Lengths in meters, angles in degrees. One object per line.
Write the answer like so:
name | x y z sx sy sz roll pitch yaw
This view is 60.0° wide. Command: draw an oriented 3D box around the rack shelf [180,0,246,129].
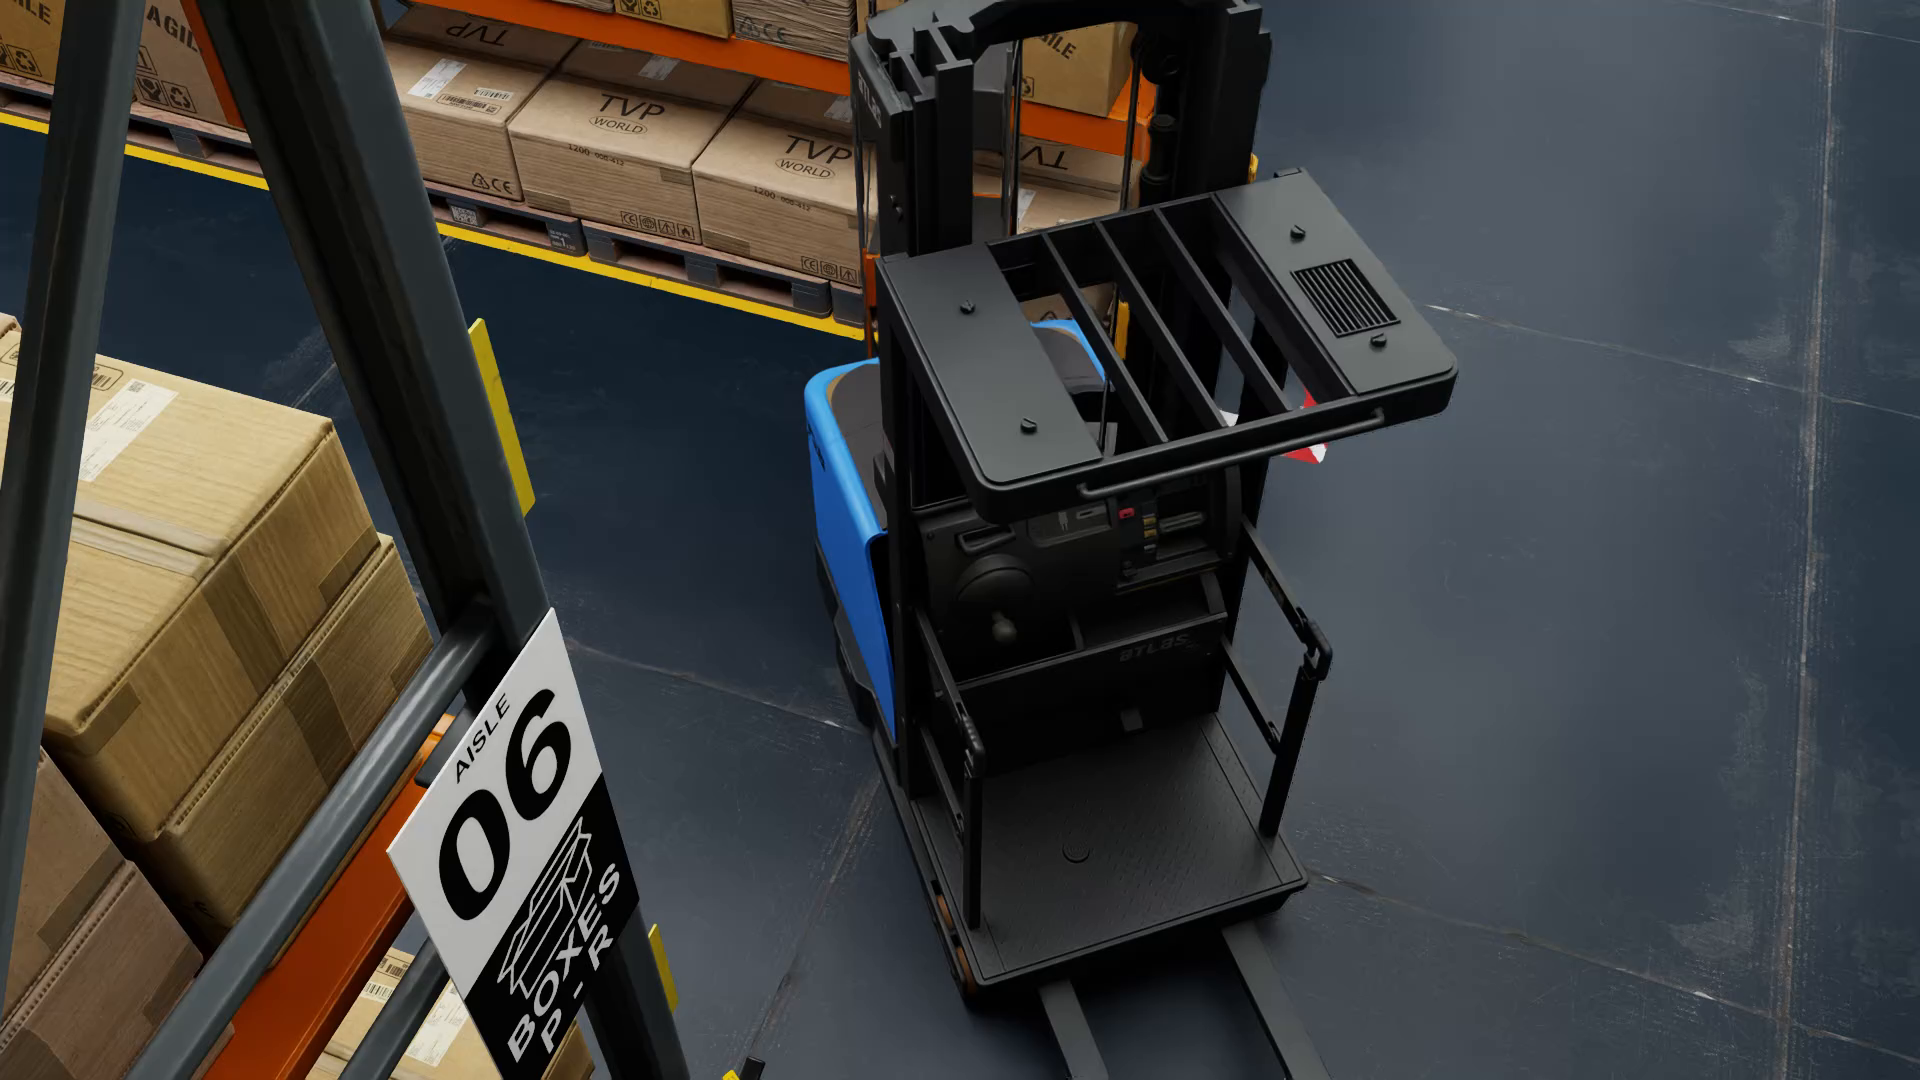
rack shelf | -2.652 -0.722 1.665 4.000 0.370 1.077 16 51 13

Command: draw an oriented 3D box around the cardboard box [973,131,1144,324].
cardboard box | 0.287 -1.390 7.154 0.875 0.438 0.875 14 51 12

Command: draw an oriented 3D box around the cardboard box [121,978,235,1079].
cardboard box | -1.156 0.709 2.097 0.250 0.149 0.380 17 51 14

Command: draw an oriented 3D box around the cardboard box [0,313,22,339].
cardboard box | -1.576 -0.106 2.209 0.500 0.250 0.500 15 51 13

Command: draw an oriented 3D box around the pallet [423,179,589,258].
pallet | -2.125 -1.870 7.997 1.213 0.211 1.003 16 51 13

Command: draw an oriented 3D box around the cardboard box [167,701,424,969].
cardboard box | -0.994 0.381 2.382 0.250 0.149 0.380 17 51 14

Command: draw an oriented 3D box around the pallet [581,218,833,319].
pallet | -0.977 -1.551 7.721 1.213 0.211 1.003 16 51 13

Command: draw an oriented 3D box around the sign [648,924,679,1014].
sign | -0.588 0.861 3.212 0.005 0.325 0.100 16 51 13

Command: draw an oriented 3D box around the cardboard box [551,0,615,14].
cardboard box | -1.527 -2.492 6.625 0.500 0.500 0.500 16 51 13

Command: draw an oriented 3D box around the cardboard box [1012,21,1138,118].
cardboard box | 0.397 -1.962 6.165 0.500 0.500 0.500 16 51 13

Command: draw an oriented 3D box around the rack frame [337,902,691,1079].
rack frame | -0.776 1.529 3.205 0.127 3.000 1.000 16 51 13

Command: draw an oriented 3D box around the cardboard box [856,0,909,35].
cardboard box | -0.069 -2.104 6.288 0.500 0.500 0.500 15 51 12

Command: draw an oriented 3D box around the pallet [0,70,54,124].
pallet | -4.710 -2.591 8.622 1.213 0.211 1.003 16 51 13

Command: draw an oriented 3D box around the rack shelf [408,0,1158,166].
rack shelf | -0.935 -2.278 6.982 4.000 0.370 1.077 16 51 13

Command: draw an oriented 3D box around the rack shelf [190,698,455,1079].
rack shelf | -2.652 0.259 2.798 4.000 0.370 1.077 16 51 13

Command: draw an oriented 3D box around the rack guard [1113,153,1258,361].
rack guard | 0.963 -1.165 7.195 0.348 0.500 1.175 16 51 13

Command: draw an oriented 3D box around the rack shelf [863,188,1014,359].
rack shelf | -0.068 -0.948 5.966 0.480 0.518 0.431 6 49 5

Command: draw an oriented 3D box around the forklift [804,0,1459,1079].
forklift | 0.416 0.121 4.472 1.130 2.935 3.031 -14 51 -12

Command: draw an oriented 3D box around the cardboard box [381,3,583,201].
cardboard box | -2.260 -2.095 7.765 0.875 0.438 0.875 15 51 13

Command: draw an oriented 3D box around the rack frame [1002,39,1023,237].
rack frame | 0.174 -0.934 5.936 0.015 2.100 0.400 6 49 5

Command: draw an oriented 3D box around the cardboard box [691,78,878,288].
cardboard box | -0.574 -1.624 7.356 0.875 0.438 0.875 17 51 14

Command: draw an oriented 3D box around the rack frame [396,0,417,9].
rack frame | -2.811 -3.038 7.164 0.127 3.000 1.000 16 51 13

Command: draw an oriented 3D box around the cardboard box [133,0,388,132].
cardboard box | -3.421 -2.585 7.899 0.875 0.875 0.875 17 51 14

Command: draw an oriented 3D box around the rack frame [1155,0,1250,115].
rack frame | 0.941 -1.990 6.256 0.127 3.000 1.000 16 51 13

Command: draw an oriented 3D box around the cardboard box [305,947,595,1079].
cardboard box | -1.108 1.171 3.418 0.500 0.250 0.500 16 51 13

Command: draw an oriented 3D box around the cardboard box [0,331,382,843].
cardboard box | -1.105 0.041 2.082 0.500 0.250 0.500 15 51 13

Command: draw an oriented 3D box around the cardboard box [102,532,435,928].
cardboard box | -1.097 0.189 2.285 0.500 0.250 0.500 15 51 13

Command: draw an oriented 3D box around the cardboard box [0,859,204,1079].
cardboard box | -1.287 0.575 1.950 0.500 0.250 0.500 15 51 12

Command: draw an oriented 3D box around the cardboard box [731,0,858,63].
cardboard box | -0.555 -2.231 6.399 0.500 0.500 0.500 17 51 14

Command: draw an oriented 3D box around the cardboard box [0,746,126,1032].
cardboard box | -1.289 0.416 1.757 0.500 0.250 0.500 14 51 12

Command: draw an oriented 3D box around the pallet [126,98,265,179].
pallet | -3.561 -2.273 8.346 1.213 0.211 1.003 16 51 13

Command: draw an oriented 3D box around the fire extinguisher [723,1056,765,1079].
fire extinguisher | -0.478 1.388 3.626 0.183 0.674 0.296 16 51 13

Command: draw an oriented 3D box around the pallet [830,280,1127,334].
pallet | 0.164 -1.231 7.443 1.213 0.211 1.003 16 51 13

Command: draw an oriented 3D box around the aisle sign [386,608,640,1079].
aisle sign | -0.610 0.488 2.388 0.004 0.787 0.394 16 51 13

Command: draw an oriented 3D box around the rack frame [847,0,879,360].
rack frame | -0.310 -0.981 5.976 0.015 2.100 0.400 6 49 5

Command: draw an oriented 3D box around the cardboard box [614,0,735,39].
cardboard box | -1.044 -2.357 6.508 0.500 0.500 0.500 17 51 14

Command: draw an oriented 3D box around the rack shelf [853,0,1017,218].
rack shelf | -0.068 -1.407 5.437 0.480 0.518 0.431 6 49 5

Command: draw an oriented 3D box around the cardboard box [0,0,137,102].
cardboard box | -4.271 -2.816 8.100 0.875 0.875 0.875 17 51 14

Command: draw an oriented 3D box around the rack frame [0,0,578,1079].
rack frame | -0.776 -0.435 0.938 0.127 3.000 1.000 16 51 13

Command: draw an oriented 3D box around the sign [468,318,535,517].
sign | -0.588 -0.124 2.075 0.005 0.325 0.100 16 51 13

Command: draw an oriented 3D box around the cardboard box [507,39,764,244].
cardboard box | -1.420 -1.861 7.562 0.875 0.438 0.875 14 51 12

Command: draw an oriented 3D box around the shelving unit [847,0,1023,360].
shelving unit | -0.068 -0.957 5.956 0.503 2.100 0.431 6 49 5
